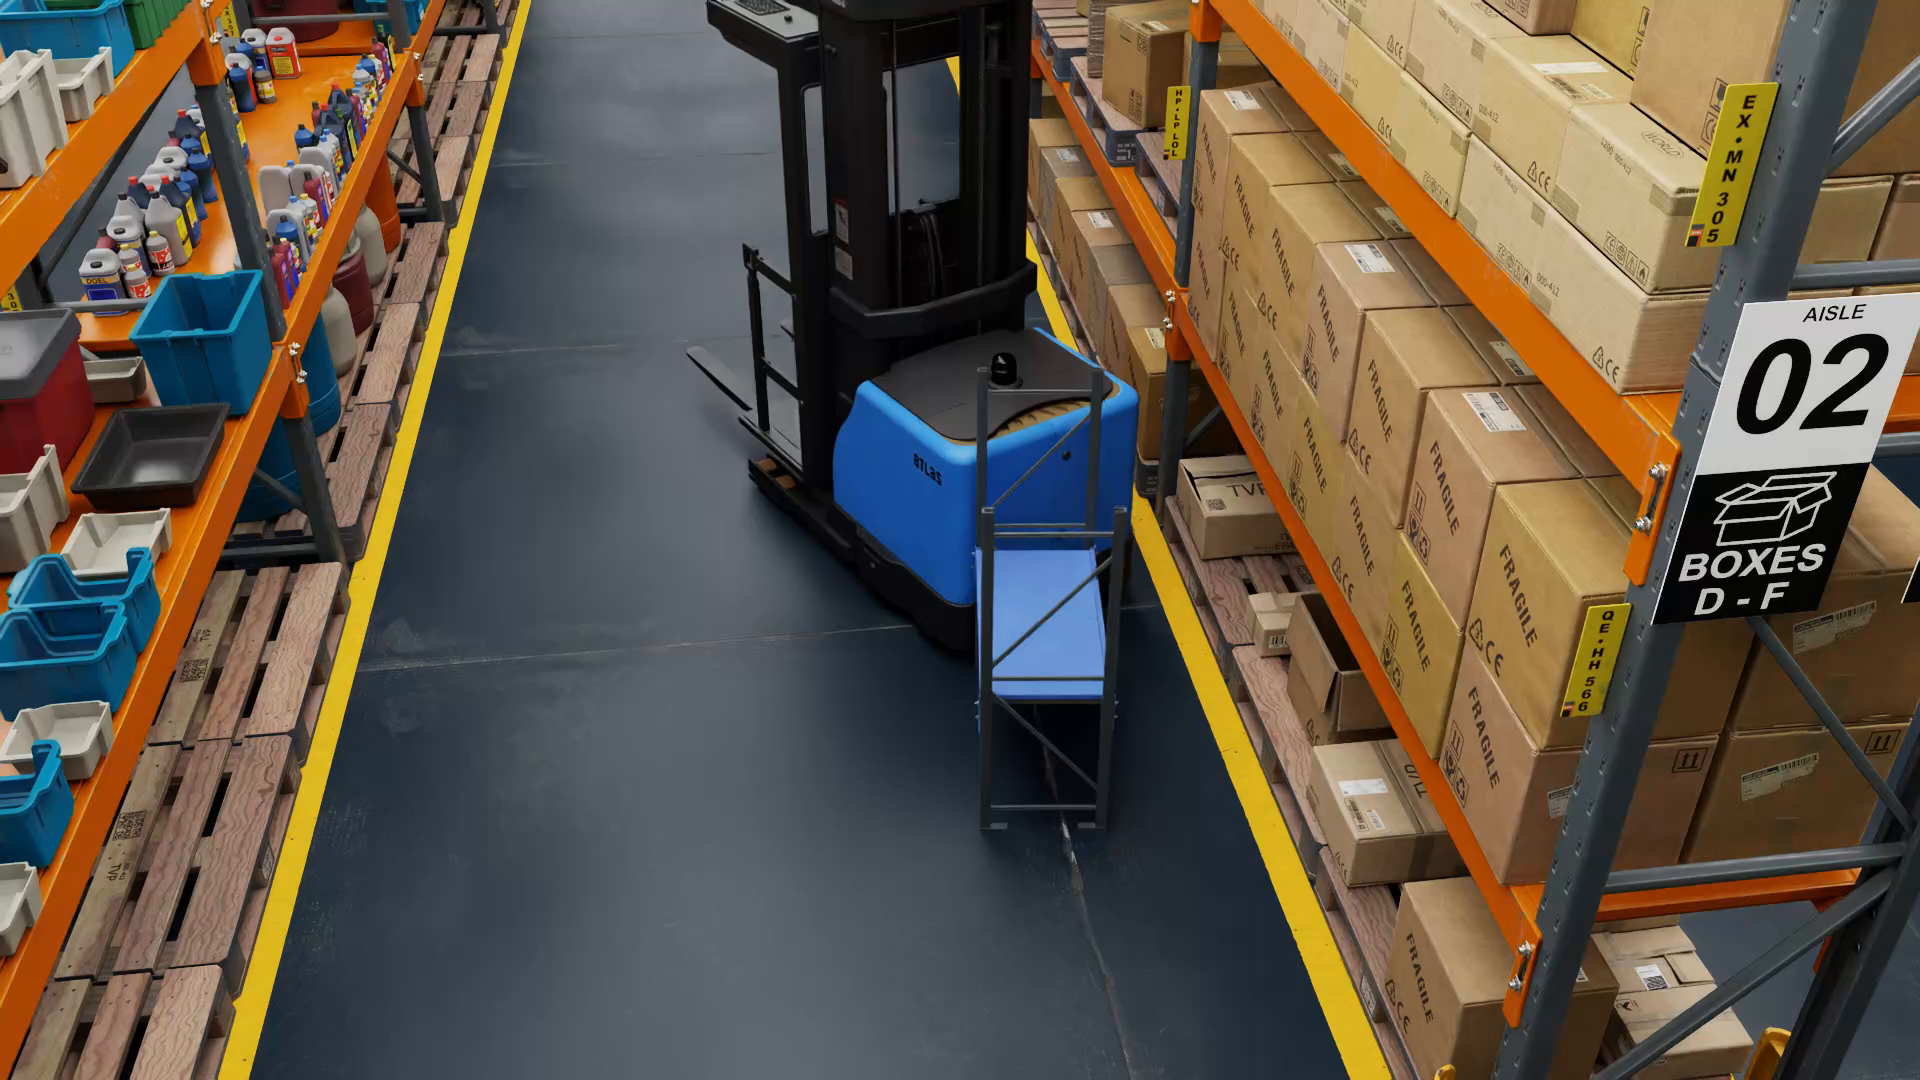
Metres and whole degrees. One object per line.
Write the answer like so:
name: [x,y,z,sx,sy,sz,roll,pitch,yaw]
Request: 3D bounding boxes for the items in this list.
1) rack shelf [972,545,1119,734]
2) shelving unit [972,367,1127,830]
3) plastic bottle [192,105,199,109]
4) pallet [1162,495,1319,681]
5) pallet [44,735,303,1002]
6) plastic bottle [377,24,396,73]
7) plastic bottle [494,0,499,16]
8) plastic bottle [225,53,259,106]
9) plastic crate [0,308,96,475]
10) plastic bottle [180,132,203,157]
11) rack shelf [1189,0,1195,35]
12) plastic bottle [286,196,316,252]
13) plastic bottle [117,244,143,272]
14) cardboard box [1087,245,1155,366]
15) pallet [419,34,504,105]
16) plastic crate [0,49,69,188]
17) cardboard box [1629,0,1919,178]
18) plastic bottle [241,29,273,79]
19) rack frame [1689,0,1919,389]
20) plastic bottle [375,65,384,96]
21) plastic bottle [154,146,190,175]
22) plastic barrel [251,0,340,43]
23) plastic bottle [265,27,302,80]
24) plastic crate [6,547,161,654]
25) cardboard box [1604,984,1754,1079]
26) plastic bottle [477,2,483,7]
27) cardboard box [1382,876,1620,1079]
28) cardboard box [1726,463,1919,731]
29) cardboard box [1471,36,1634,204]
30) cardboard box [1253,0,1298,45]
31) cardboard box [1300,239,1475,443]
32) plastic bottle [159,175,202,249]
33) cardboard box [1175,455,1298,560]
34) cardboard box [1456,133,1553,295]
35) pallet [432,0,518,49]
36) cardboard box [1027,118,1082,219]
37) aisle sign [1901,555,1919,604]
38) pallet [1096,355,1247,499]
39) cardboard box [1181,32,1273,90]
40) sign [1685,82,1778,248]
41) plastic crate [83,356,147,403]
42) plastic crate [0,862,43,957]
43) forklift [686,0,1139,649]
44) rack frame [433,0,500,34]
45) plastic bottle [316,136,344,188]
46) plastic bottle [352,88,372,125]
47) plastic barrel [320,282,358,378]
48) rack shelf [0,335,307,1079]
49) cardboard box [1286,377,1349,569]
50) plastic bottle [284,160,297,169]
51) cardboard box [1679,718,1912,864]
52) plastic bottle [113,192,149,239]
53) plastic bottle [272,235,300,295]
rack shelf: [0.322,0.379,6.682,0.538,0.185,1.000,0,34,0]
shelving unit: [0.322,0.230,6.581,0.538,1.500,1.048,0,34,0]
plastic bottle: [-4.075,-2.200,8.928,0.097,0.271,0.097,0,34,0]
pallet: [1.581,0.165,7.821,1.003,0.211,1.213,-4,35,-6]
pallet: [-3.115,1.244,6.237,1.003,0.211,1.213,-4,35,-6]
plastic bottle: [-3.480,-2.988,10.075,0.061,0.283,0.133,-4,35,-6]
plastic bottle: [-4.104,-4.728,14.556,0.097,0.271,0.097,0,34,0]
plastic bottle: [-4.157,-2.655,9.592,0.152,0.276,0.135,-4,35,-6]
plastic crate: [-3.548,-0.532,6.257,0.402,0.464,0.583,-4,35,-6]
plastic bottle: [-3.959,-1.972,8.594,0.097,0.271,0.097,0,34,0]
rack shelf: [1.221,-3.429,8.594,1.077,0.370,4.000,-4,35,-6]
plastic bottle: [-3.142,-1.503,7.906,0.097,0.271,0.097,0,34,0]
plastic bottle: [-3.793,-1.253,7.601,0.097,0.201,0.097,0,34,0]
cardboard box: [1.014,-1.330,9.367,0.500,0.500,0.500,-4,34,-6]
pallet: [-4.351,-3.875,13.748,1.003,0.211,1.213,-4,35,-6]
plastic crate: [-2.873,-1.217,4.813,0.437,0.282,0.530,-4,35,-6]
cardboard box: [1.942,-1.118,3.587,0.700,0.500,0.500,-4,35,-6]
plastic bottle: [-4.219,-2.913,9.971,0.152,0.276,0.135,-4,35,-6]
rack frame: [2.028,-1.618,2.633,1.000,3.000,0.127,-4,35,-6]
plastic bottle: [-3.438,-2.706,9.733,0.097,0.201,0.097,0,34,0]
plastic bottle: [-3.959,-1.832,8.385,0.152,0.276,0.135,-4,35,-6]
plastic barrel: [-4.320,-3.522,10.634,0.600,0.536,0.708,-4,35,-6]
plastic bottle: [-4.069,-2.924,9.988,0.152,0.276,0.135,-4,35,-6]
plastic crate: [-2.806,0.214,5.368,0.416,0.233,0.300,-4,35,-6]
cardboard box: [2.312,1.598,5.383,0.380,0.149,0.250,-4,35,-6]
plastic bottle: [-4.280,-4.902,14.802,0.061,0.283,0.133,-4,35,-6]
cardboard box: [1.710,1.428,5.321,0.500,0.500,0.500,-4,35,-6]
cardboard box: [2.229,0.139,4.406,0.500,0.500,0.500,-3,34,-5]
cardboard box: [1.638,-1.069,4.181,0.500,0.250,0.500,-4,35,-6]
cardboard box: [1.373,-1.979,5.960,0.500,0.250,0.500,-4,35,-6]
cardboard box: [1.483,-0.678,5.605,0.500,0.500,0.500,-3,34,-5]
plastic bottle: [-3.749,-1.580,7.948,0.144,0.351,0.185,-4,35,-6]
cardboard box: [1.332,-0.191,7.864,0.500,0.311,0.500,-4,35,-6]
cardboard box: [1.641,-0.863,4.322,0.500,0.250,0.500,-4,35,-6]
pallet: [-4.544,-4.688,14.941,1.003,0.211,1.213,-4,35,-6]
cardboard box: [0.730,-2.476,11.049,0.500,0.500,0.500,-3,34,-4]
aisle sign: [2.328,-0.197,3.567,0.394,0.787,0.004,-4,35,-6]
pallet: [1.343,-0.670,9.045,1.003,0.211,1.213,-4,35,-6]
cardboard box: [1.492,-2.246,8.421,0.700,0.500,0.500,1,34,1]
sign: [1.475,-0.713,3.183,0.100,0.325,0.005,-4,35,-6]
plastic crate: [-3.498,-0.643,6.711,0.396,0.136,0.243,-4,35,-6]
plastic crate: [-2.549,0.970,4.343,0.250,0.136,0.298,-4,35,-6]
forklift: [-0.434,-1.511,7.865,1.130,2.935,3.031,-21,39,-28]
rack frame: [-4.495,-5.462,13.601,1.000,3.000,0.127,-4,35,-6]
plastic bottle: [-3.248,-1.945,8.554,0.097,0.271,0.097,0,34,0]
plastic bottle: [-3.373,-2.434,9.334,0.097,0.201,0.097,0,34,0]
plastic barrel: [-3.558,-1.165,9.133,0.421,0.512,0.421,0,34,0]
rack shelf: [-3.150,0.415,5.616,1.077,0.370,4.000,-4,35,-6]
cardboard box: [1.495,-0.259,5.877,0.500,0.500,0.500,-5,35,-7]
plastic bottle: [-3.381,-1.829,8.447,0.097,0.201,0.097,0,34,0]
cardboard box: [2.229,0.552,4.687,0.500,0.500,0.500,-4,34,-5]
plastic bottle: [-3.867,-1.466,7.781,0.144,0.351,0.185,-4,35,-6]
plastic bottle: [-3.064,-1.261,7.540,0.061,0.283,0.133,-4,35,-6]
